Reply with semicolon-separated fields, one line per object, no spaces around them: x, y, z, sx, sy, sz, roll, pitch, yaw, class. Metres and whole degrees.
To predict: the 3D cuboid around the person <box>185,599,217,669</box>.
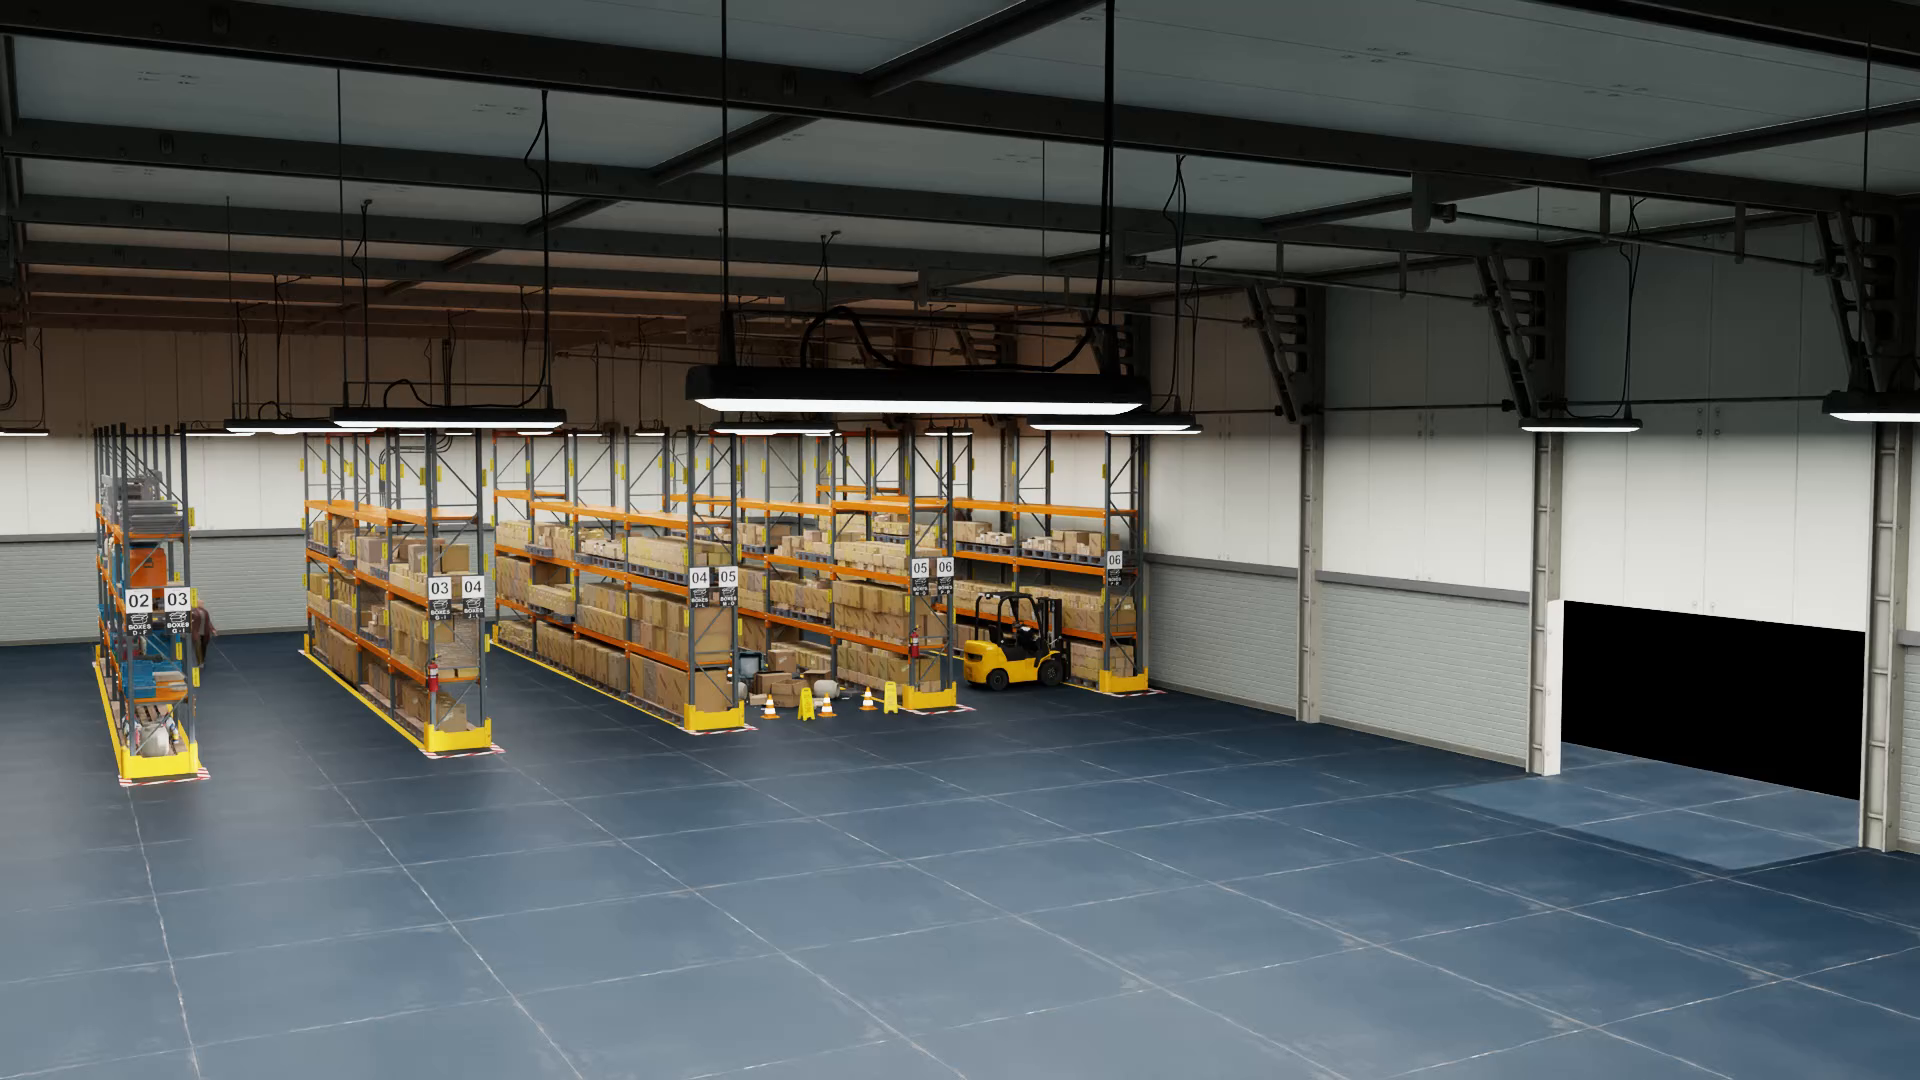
-18.953;2.335;41.500;0.729;1.725;1.129;-3;4;-37;person
